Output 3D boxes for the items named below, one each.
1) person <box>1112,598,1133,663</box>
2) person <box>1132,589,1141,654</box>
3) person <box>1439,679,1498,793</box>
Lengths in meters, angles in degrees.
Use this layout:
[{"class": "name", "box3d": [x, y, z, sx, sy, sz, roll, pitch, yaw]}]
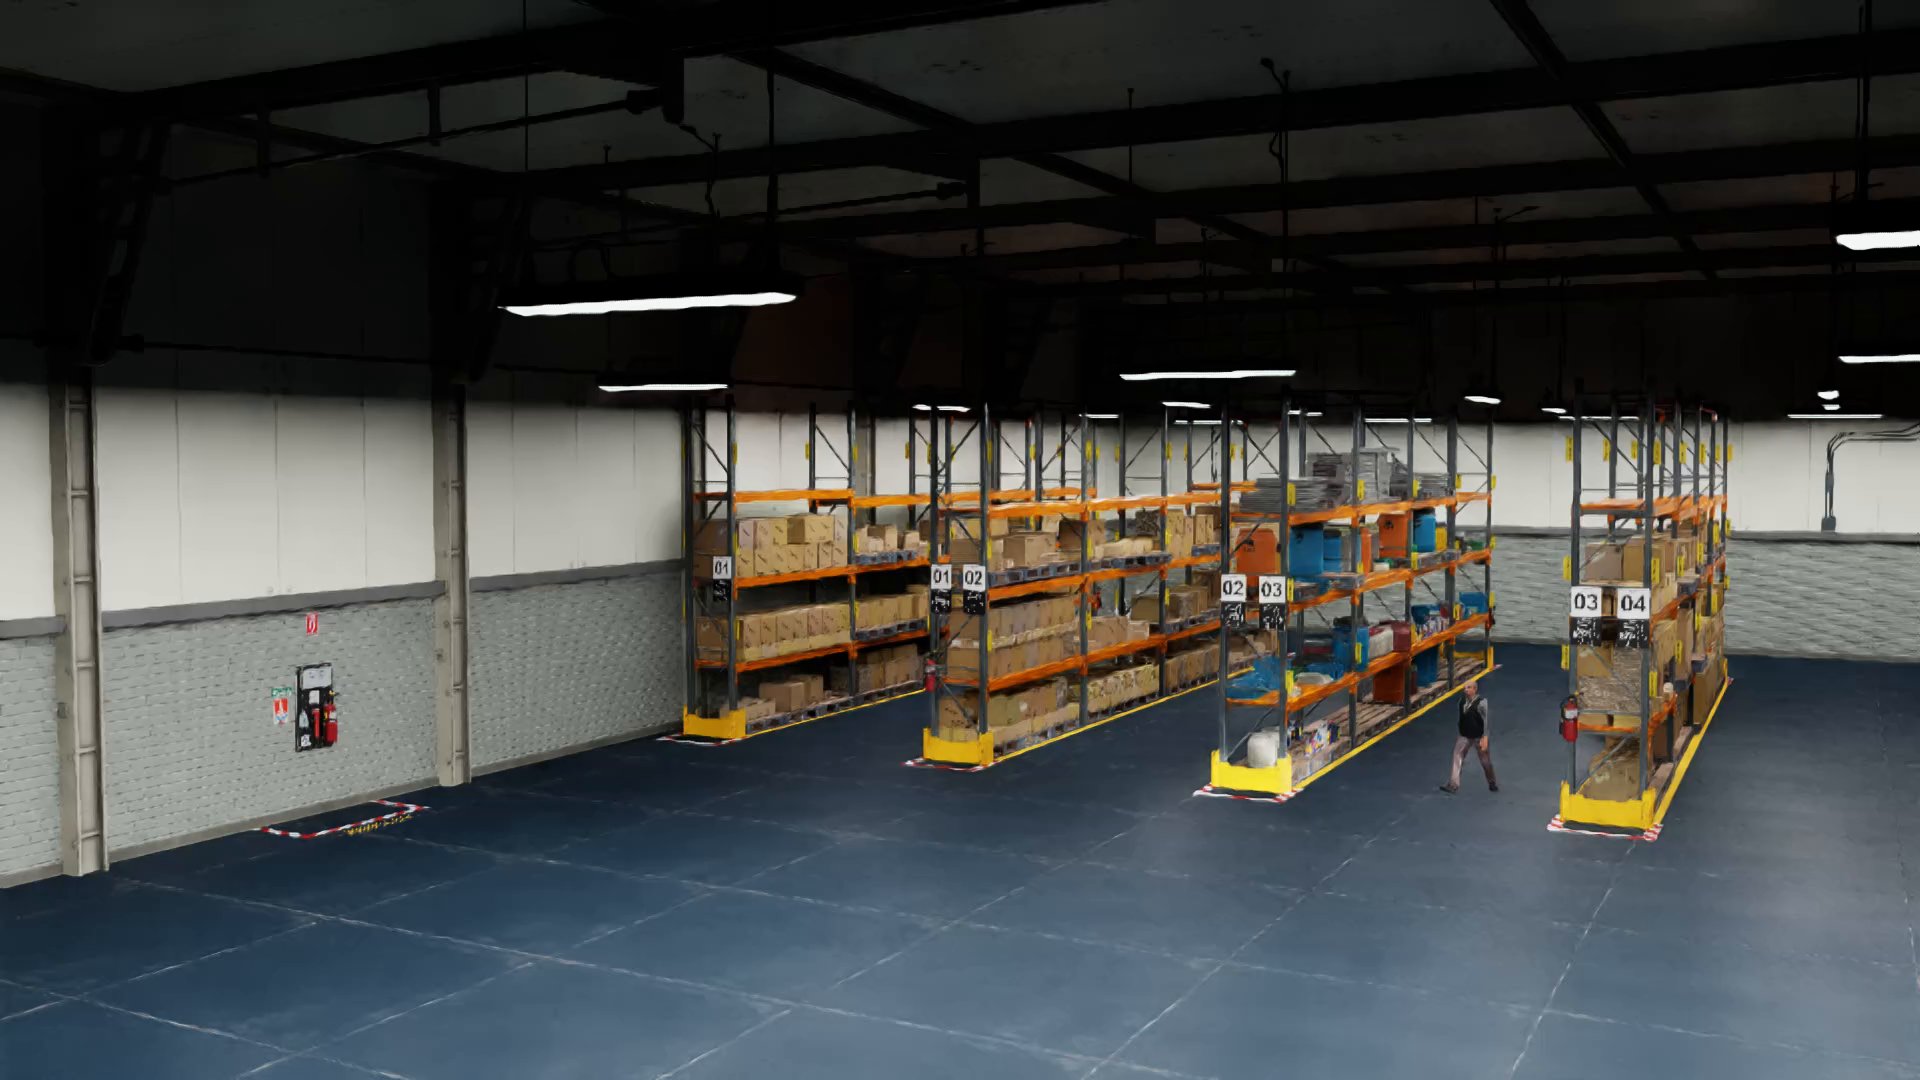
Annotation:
[{"class": "person", "box3d": [3.703, 2.157, 37.696, 0.677, 1.742, 0.547, 1, 3, 26]}, {"class": "person", "box3d": [4.476, 2.018, 41.381, 0.493, 1.606, 0.973, 2, 3, 27]}, {"class": "person", "box3d": [7.529, 2.881, 24.442, 0.952, 1.680, 0.579, -2, 4, -38]}]
